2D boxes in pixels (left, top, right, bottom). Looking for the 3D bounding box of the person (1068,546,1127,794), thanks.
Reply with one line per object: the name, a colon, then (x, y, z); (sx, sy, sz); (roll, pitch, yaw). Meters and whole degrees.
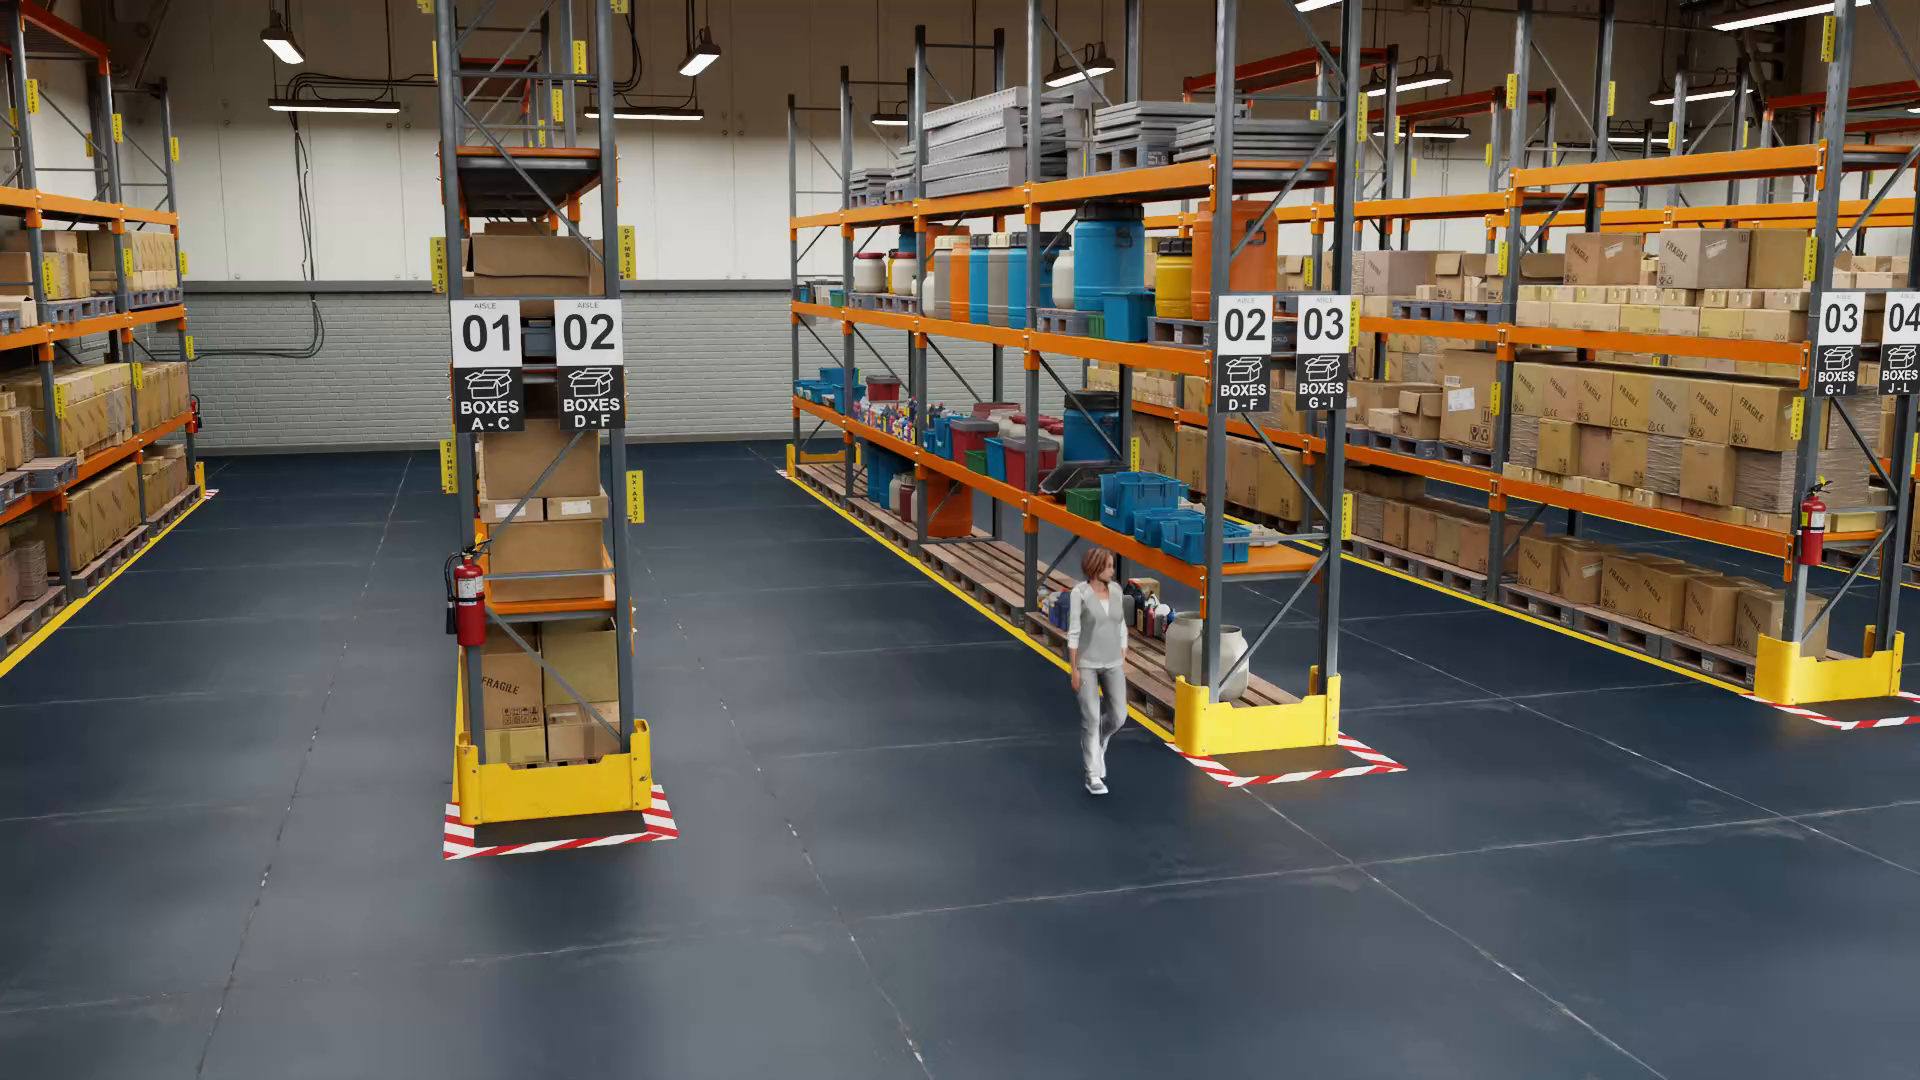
person: (0.903, 0.825, 10.816); (0.426, 1.583, 0.546); (-3, 10, -18)
